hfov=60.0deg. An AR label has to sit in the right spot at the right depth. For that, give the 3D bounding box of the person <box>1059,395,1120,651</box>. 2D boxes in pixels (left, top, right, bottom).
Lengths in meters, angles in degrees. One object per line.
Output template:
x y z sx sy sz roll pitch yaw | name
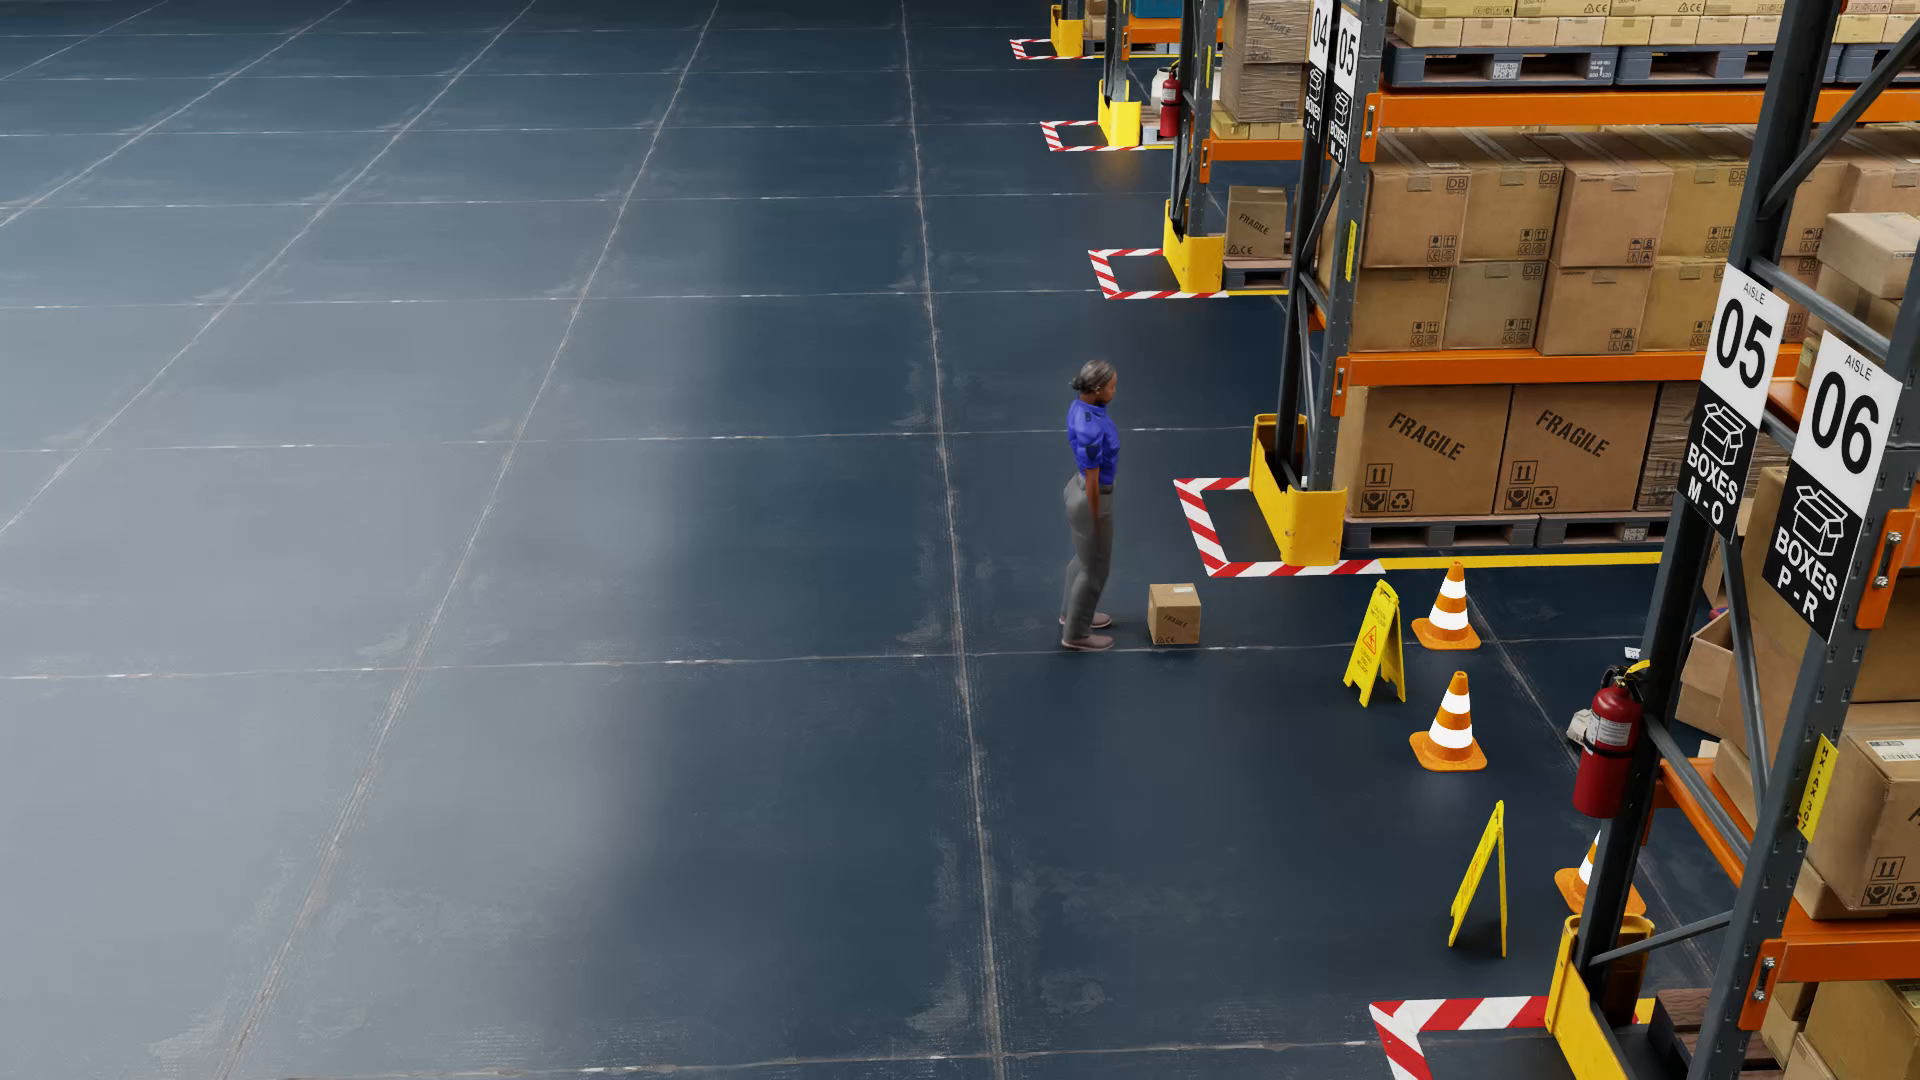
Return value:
0.713 -0.108 9.068 0.300 1.453 0.429 -1 28 -2 | person
